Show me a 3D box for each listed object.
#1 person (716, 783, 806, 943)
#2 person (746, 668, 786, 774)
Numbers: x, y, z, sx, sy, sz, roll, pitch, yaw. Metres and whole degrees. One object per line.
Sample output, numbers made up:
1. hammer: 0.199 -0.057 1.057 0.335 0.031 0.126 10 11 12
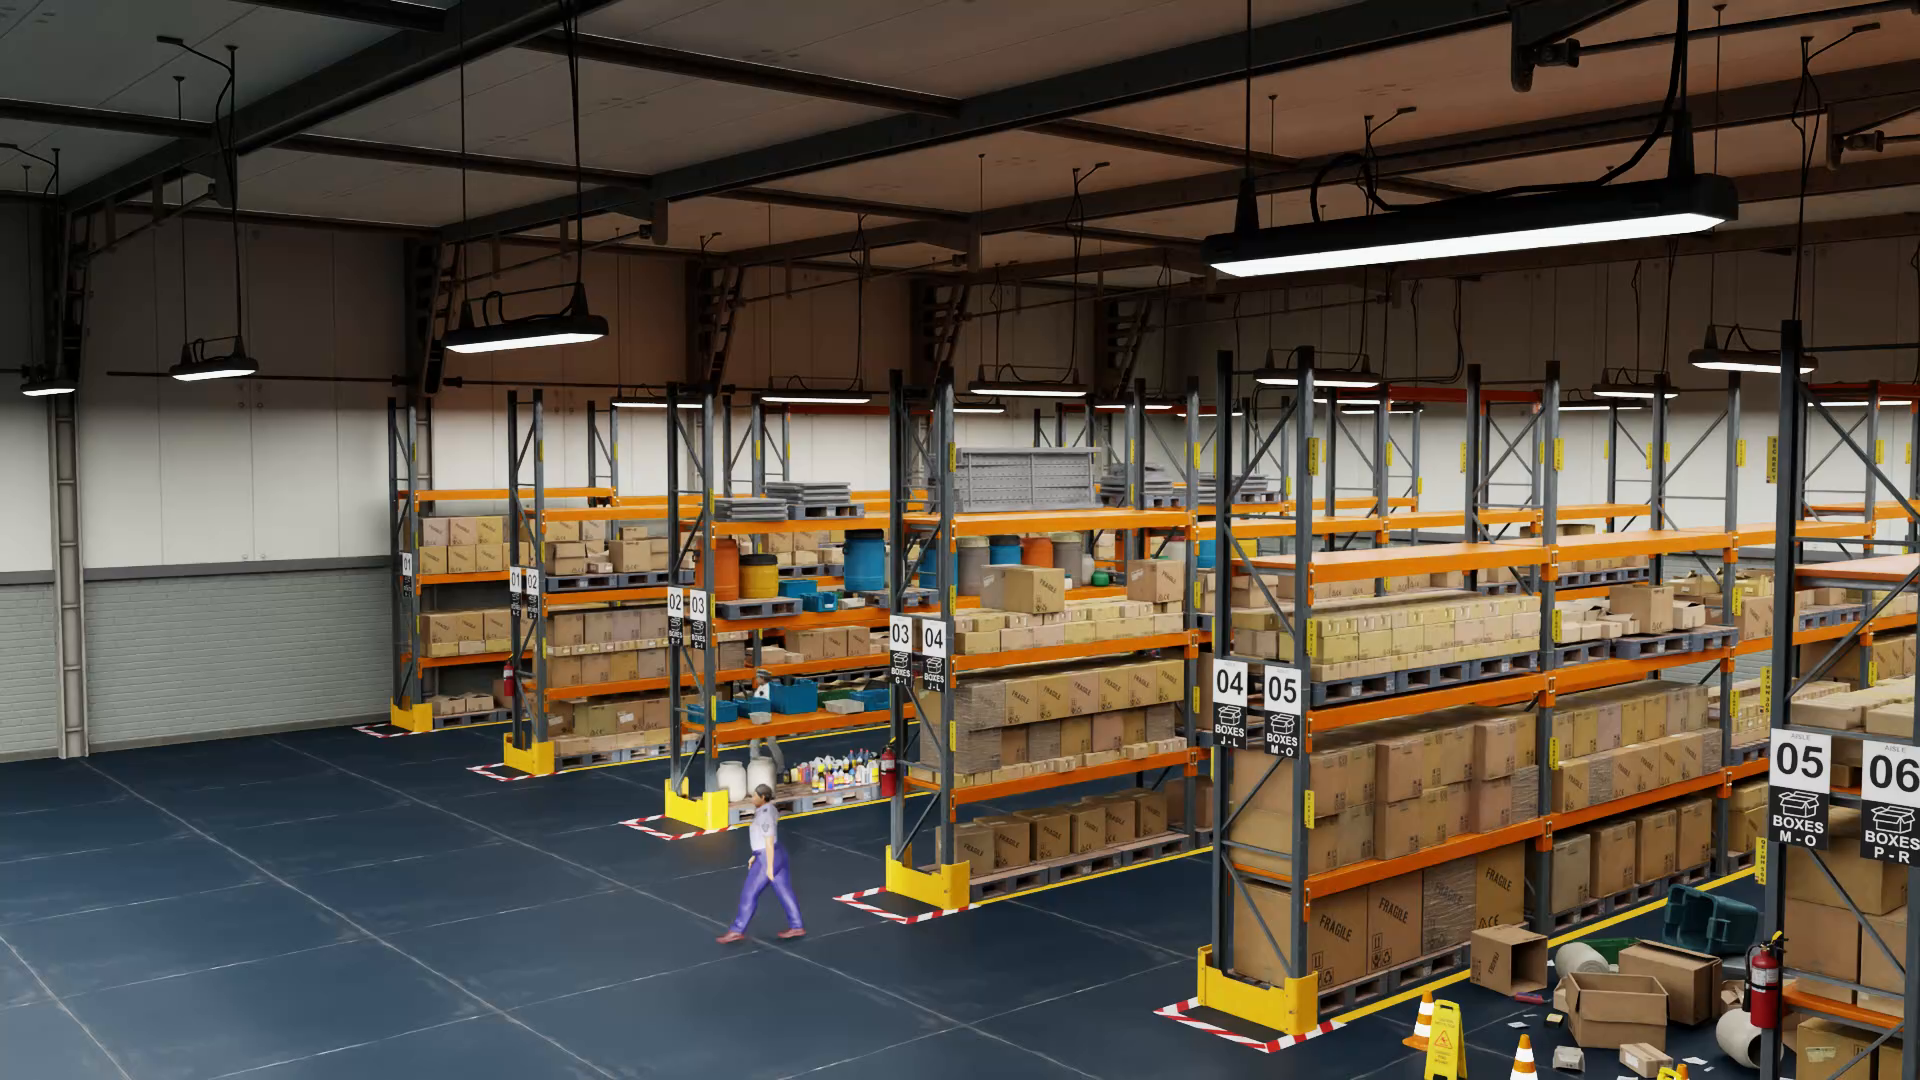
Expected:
1. person: -2.049 3.344 17.249 0.878 1.577 0.537 1 3 10
2. person: -3.059 2.844 25.757 0.733 1.708 0.510 -2 4 -34
